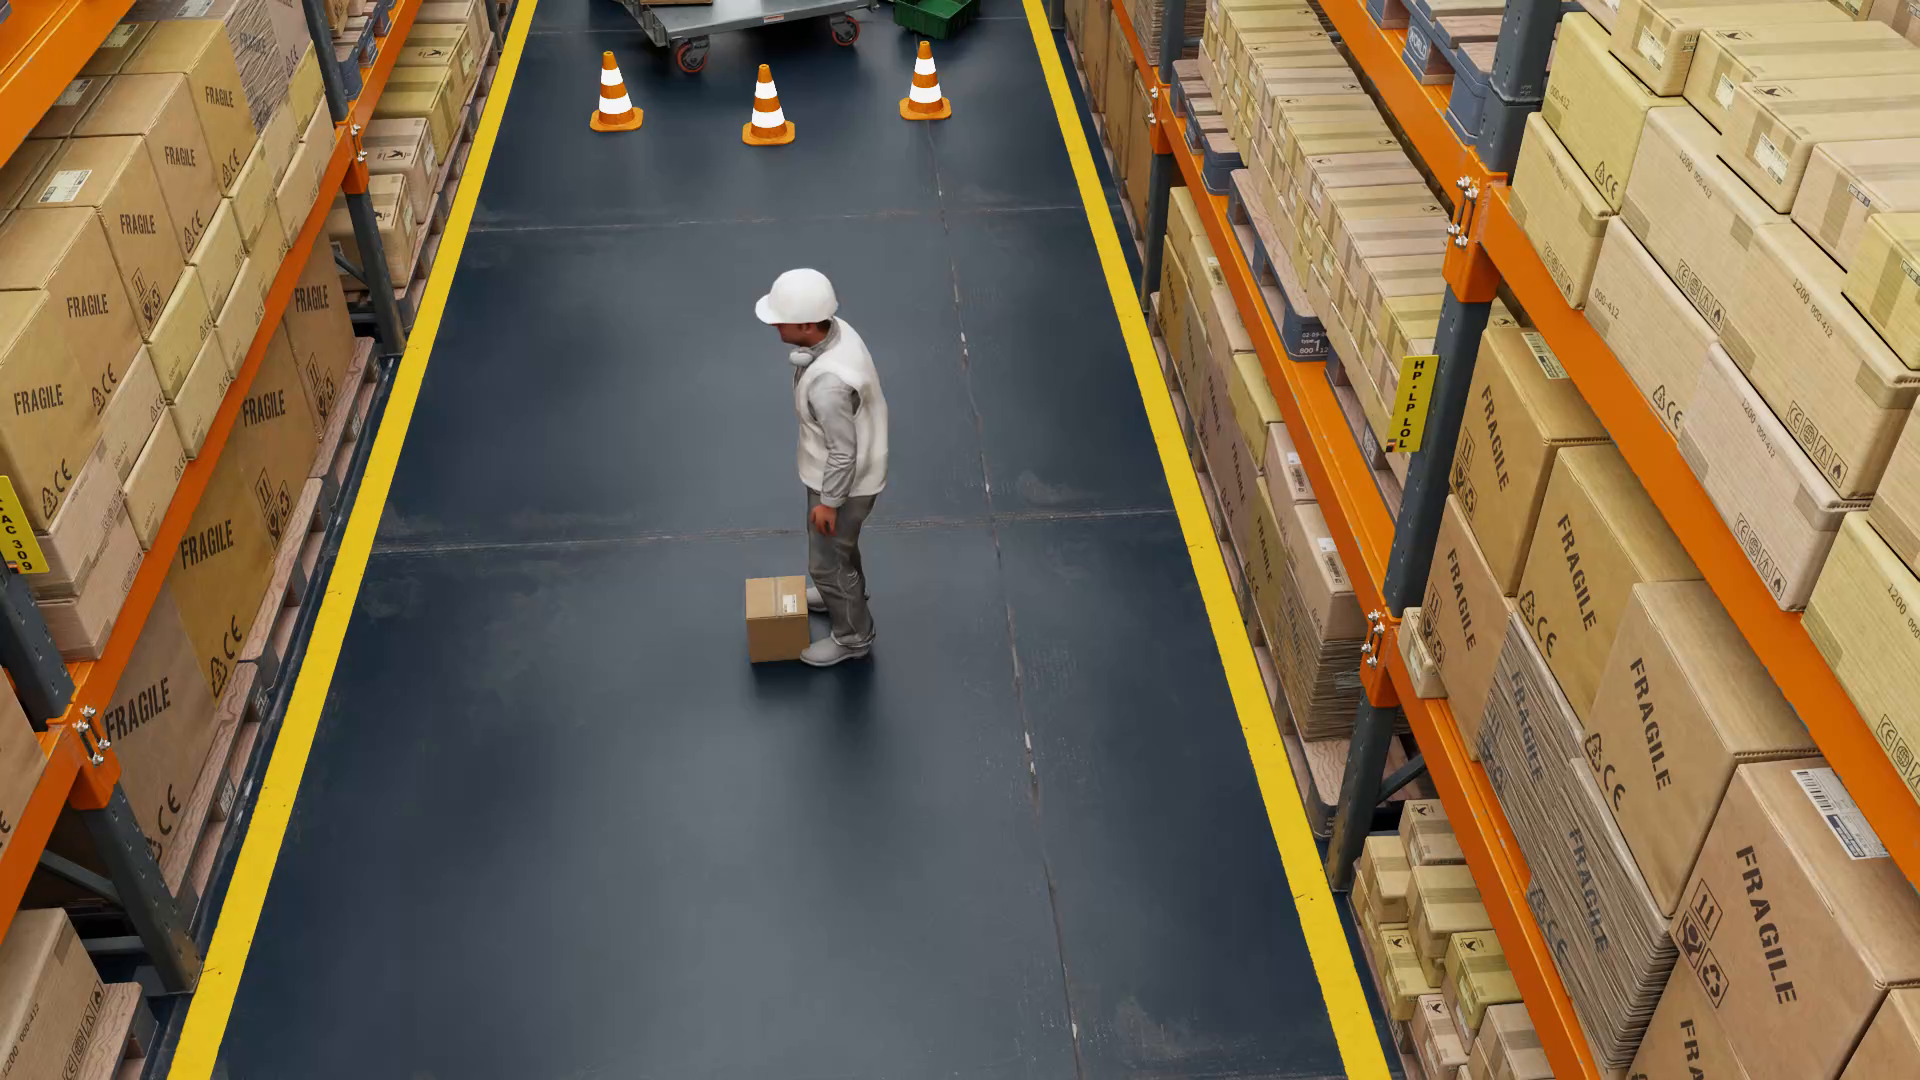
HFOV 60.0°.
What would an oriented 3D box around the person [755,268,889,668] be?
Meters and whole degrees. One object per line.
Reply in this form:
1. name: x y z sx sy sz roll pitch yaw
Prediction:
1. person: -0.507 -0.282 6.483 0.466 1.771 0.584 -4 39 -4
